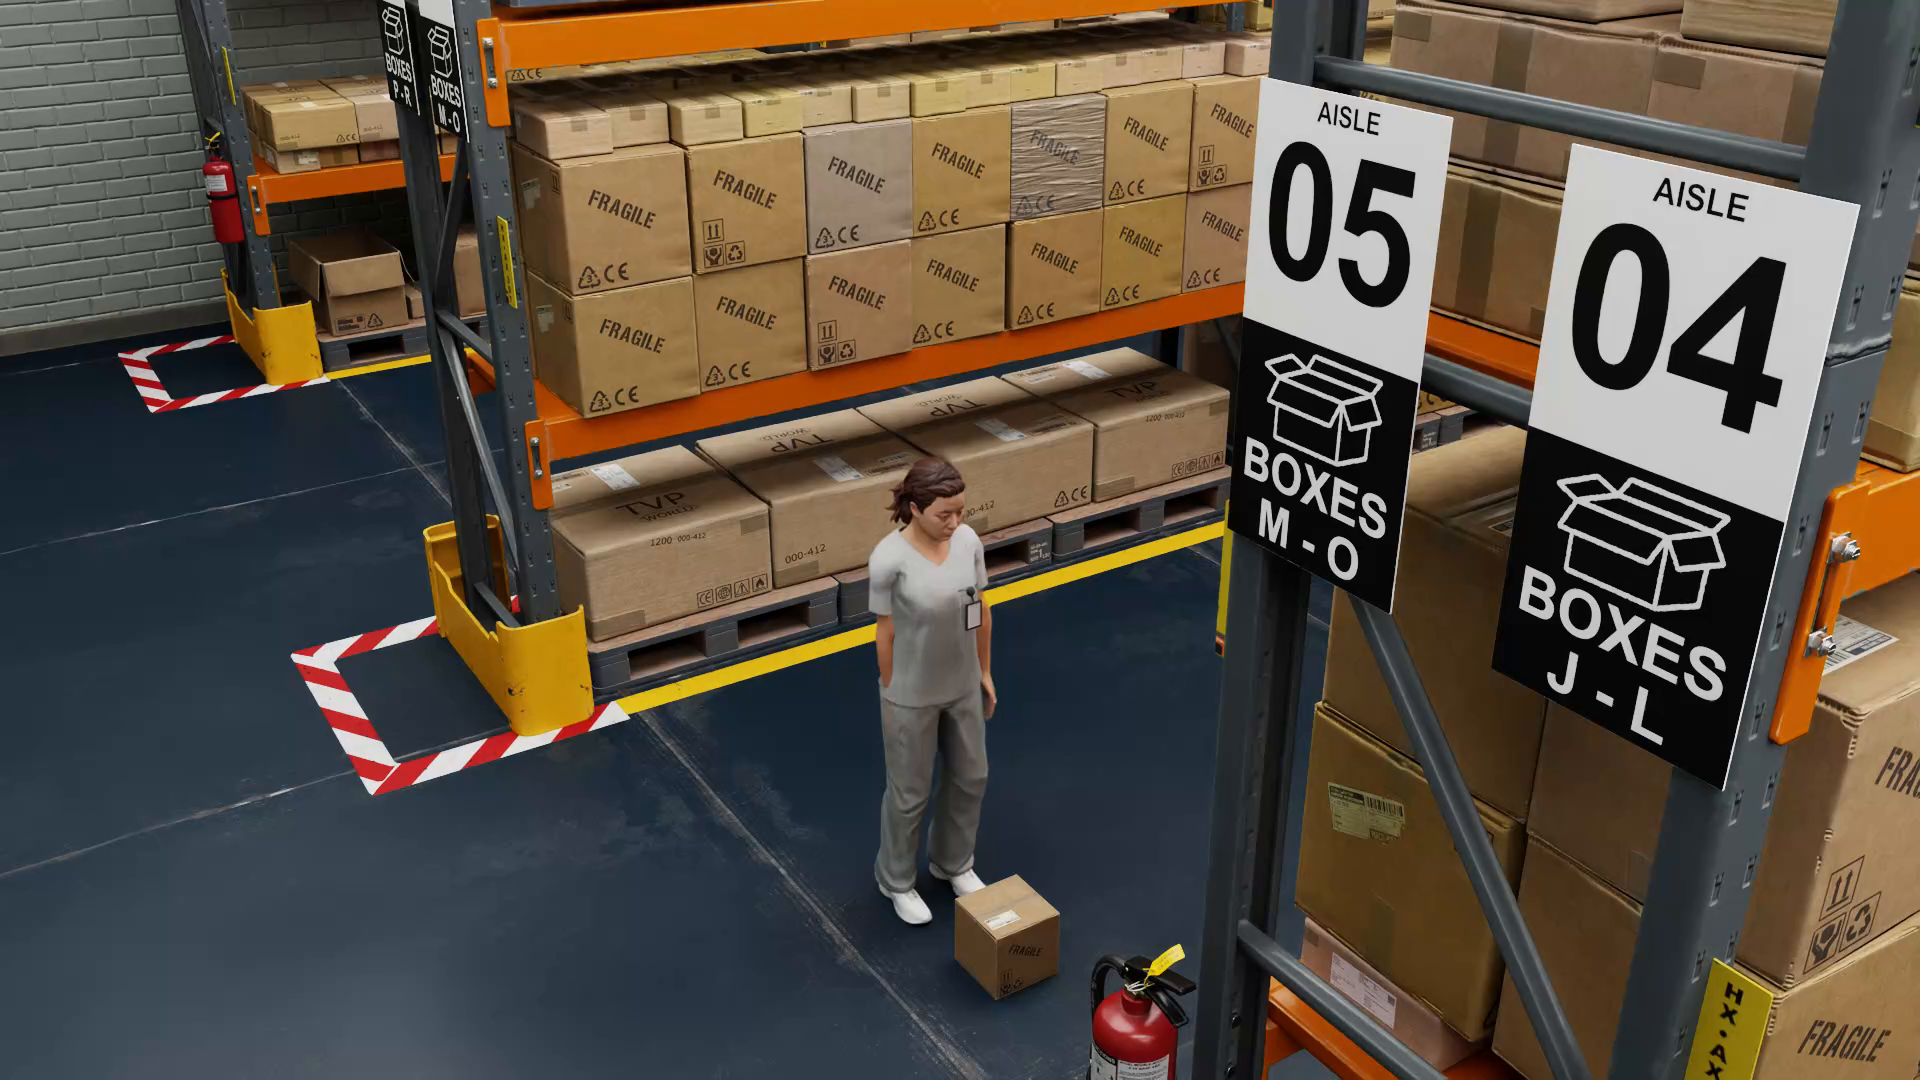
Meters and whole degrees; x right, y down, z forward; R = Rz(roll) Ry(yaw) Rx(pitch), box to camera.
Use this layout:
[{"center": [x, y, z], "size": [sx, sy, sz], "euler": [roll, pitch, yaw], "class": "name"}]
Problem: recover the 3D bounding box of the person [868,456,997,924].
[{"center": [-0.091, 0.497, 5.576], "size": [0.442, 1.661, 0.367], "euler": [-15, 29, -29], "class": "person"}]
